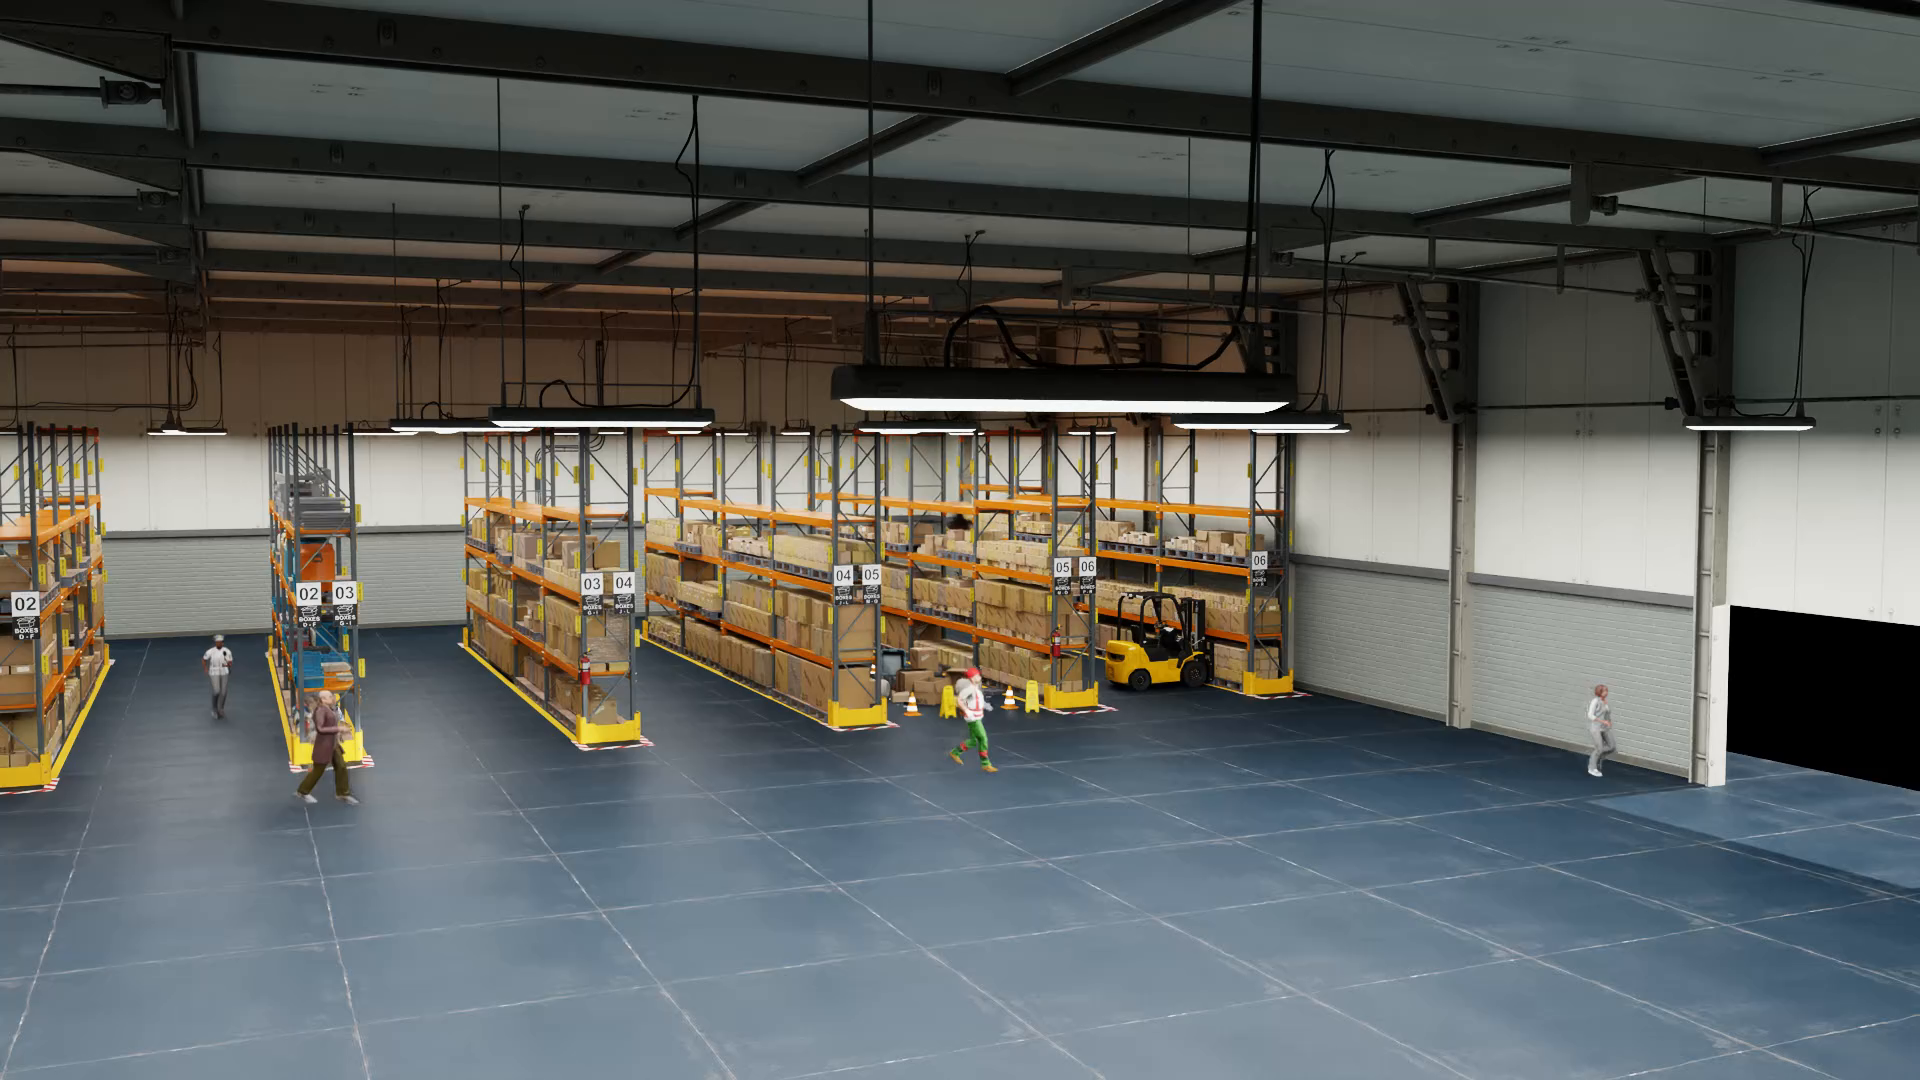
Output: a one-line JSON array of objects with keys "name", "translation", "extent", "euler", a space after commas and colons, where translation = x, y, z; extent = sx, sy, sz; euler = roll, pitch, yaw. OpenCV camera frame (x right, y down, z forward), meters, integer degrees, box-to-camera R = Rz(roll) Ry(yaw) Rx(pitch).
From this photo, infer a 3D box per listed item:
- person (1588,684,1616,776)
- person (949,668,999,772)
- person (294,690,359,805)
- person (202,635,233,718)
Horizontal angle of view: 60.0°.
[{"name": "person", "translation": [10.847, 3.219, 28.104], "extent": [0.538, 1.564, 0.536], "euler": [-2, 4, -30]}, {"name": "person", "translation": [0.224, 3.083, 28.581], "extent": [0.919, 1.771, 0.685], "euler": [1, 4, 14]}, {"name": "person", "translation": [-9.877, 3.241, 25.826], "extent": [0.945, 1.829, 0.699], "euler": [0, 3, 1]}, {"name": "person", "translation": [-15.199, 2.797, 34.108], "extent": [0.545, 1.714, 0.686], "euler": [-2, 4, -35]}]
